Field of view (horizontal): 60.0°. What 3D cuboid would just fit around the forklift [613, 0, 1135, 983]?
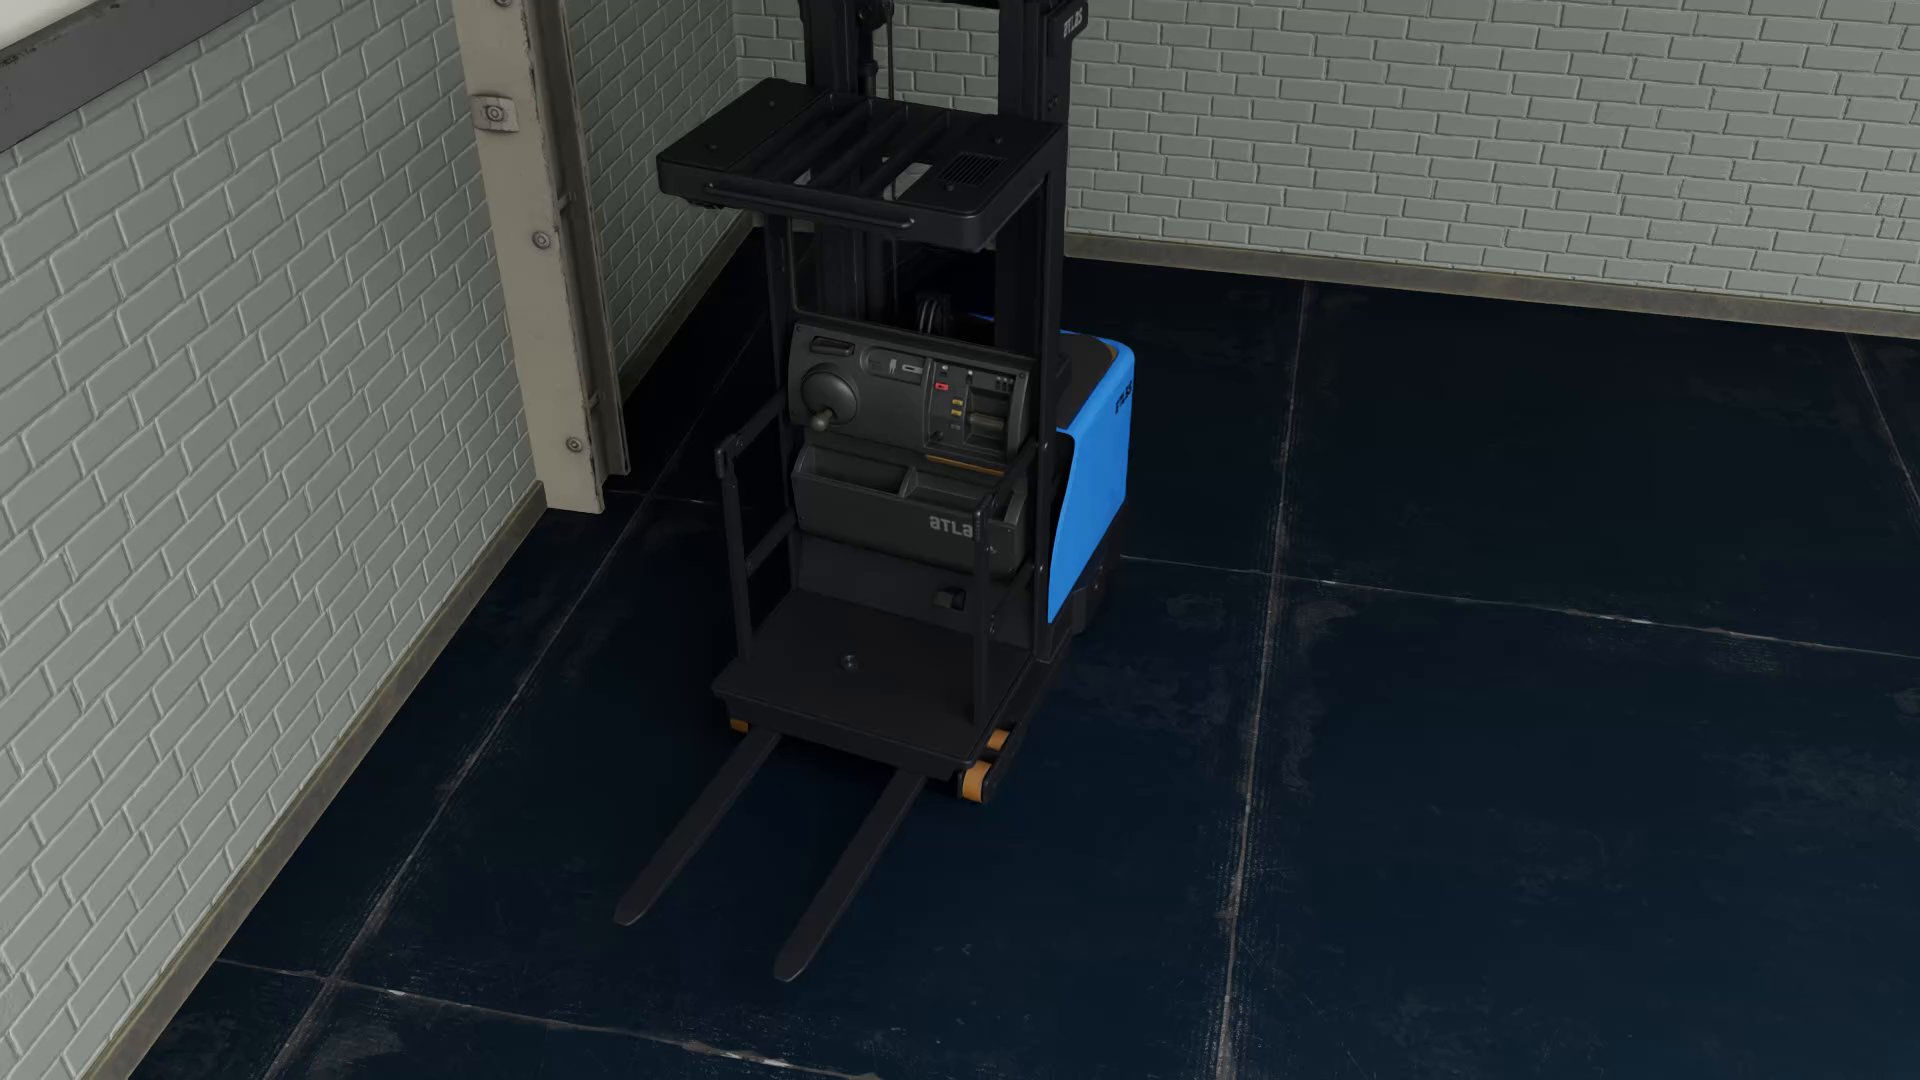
[{"bbox_3d":[-0.278,-0.467,5.897,1.130,2.935,3.031,14,38,18],"label":"forklift"}]

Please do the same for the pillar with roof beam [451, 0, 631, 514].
[{"bbox_3d":[2.387,-3.361,4.719,9.100,9.000,0.400,7,37,10],"label":"pillar with roof beam"}]
